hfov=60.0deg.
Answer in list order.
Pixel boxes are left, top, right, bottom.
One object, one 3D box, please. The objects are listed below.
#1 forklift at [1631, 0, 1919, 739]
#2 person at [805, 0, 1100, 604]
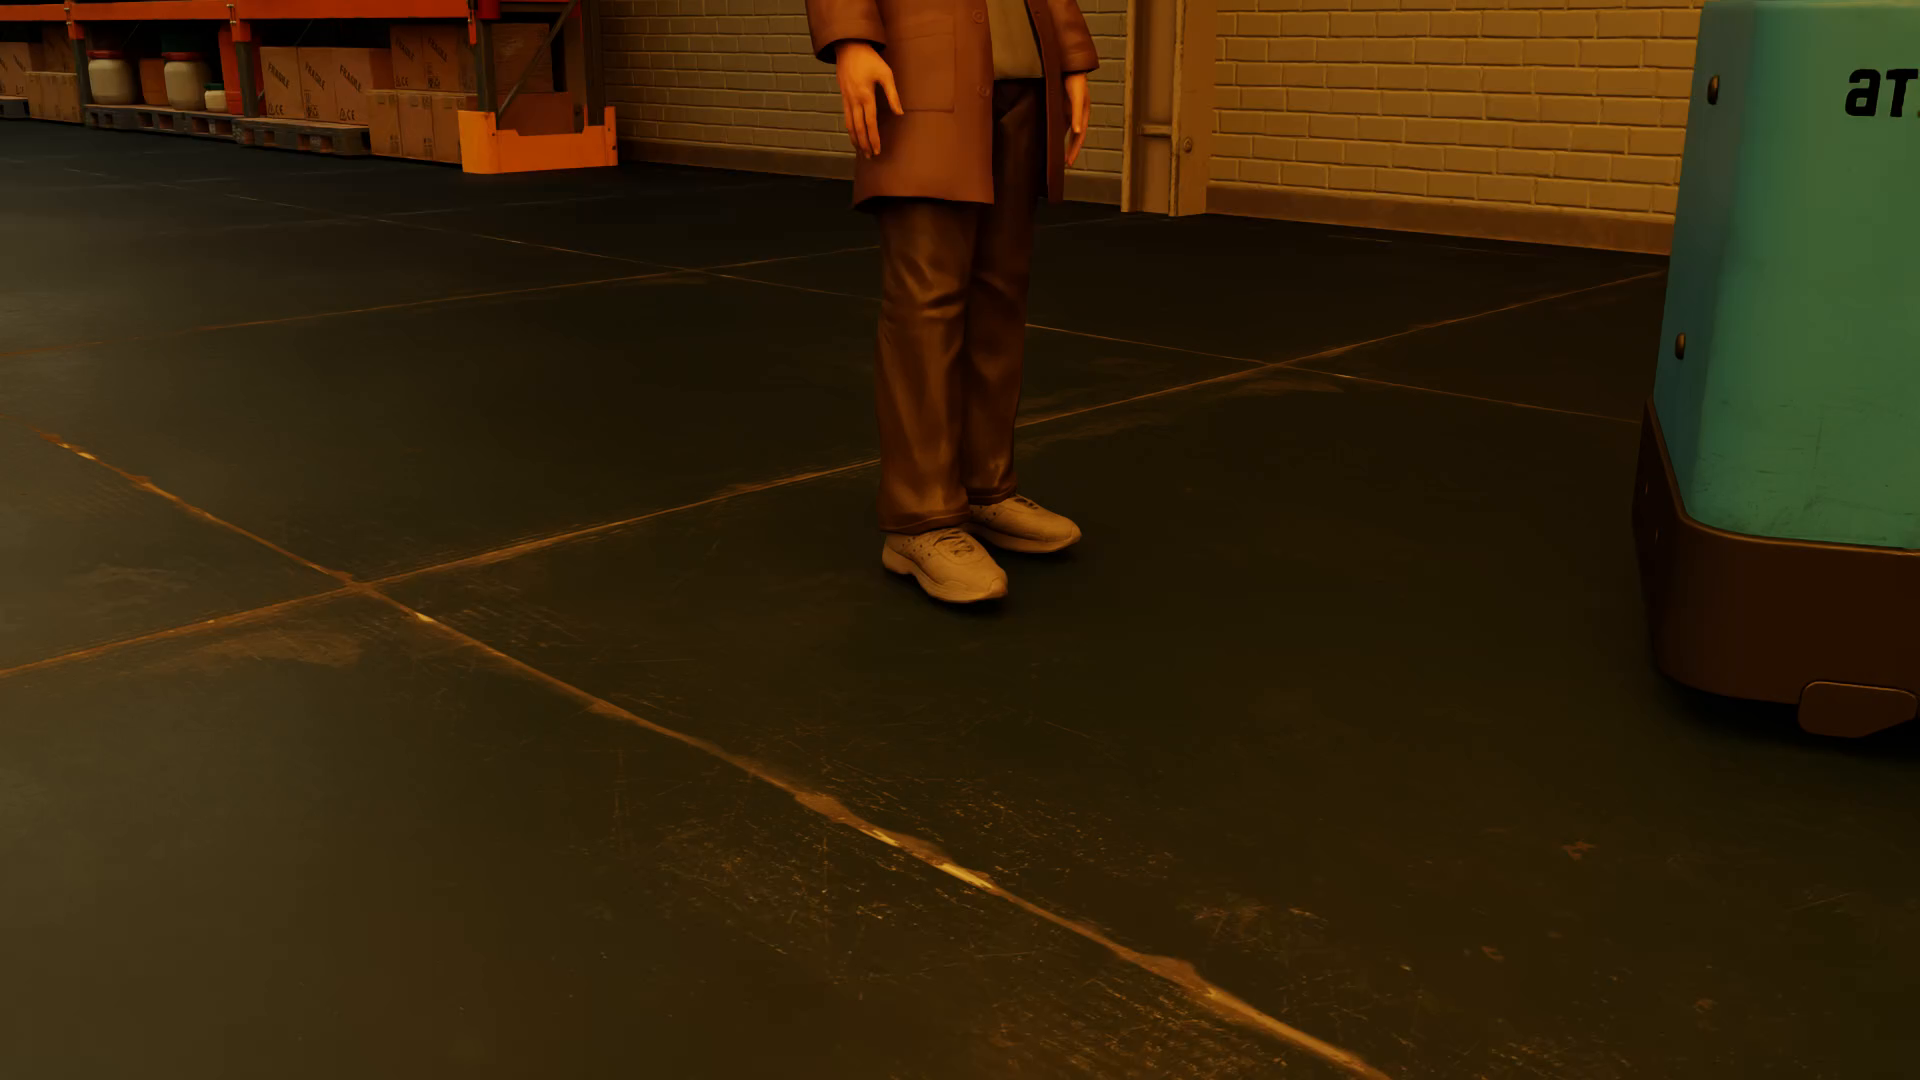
[{"bbox_3d":[2.632,-1.116,2.041,3.031,2.935,1.130,6,18,18],"label":"forklift"},{"bbox_3d":[0.061,-0.837,3.067,0.582,1.776,0.696,16,23,42],"label":"person"}]
